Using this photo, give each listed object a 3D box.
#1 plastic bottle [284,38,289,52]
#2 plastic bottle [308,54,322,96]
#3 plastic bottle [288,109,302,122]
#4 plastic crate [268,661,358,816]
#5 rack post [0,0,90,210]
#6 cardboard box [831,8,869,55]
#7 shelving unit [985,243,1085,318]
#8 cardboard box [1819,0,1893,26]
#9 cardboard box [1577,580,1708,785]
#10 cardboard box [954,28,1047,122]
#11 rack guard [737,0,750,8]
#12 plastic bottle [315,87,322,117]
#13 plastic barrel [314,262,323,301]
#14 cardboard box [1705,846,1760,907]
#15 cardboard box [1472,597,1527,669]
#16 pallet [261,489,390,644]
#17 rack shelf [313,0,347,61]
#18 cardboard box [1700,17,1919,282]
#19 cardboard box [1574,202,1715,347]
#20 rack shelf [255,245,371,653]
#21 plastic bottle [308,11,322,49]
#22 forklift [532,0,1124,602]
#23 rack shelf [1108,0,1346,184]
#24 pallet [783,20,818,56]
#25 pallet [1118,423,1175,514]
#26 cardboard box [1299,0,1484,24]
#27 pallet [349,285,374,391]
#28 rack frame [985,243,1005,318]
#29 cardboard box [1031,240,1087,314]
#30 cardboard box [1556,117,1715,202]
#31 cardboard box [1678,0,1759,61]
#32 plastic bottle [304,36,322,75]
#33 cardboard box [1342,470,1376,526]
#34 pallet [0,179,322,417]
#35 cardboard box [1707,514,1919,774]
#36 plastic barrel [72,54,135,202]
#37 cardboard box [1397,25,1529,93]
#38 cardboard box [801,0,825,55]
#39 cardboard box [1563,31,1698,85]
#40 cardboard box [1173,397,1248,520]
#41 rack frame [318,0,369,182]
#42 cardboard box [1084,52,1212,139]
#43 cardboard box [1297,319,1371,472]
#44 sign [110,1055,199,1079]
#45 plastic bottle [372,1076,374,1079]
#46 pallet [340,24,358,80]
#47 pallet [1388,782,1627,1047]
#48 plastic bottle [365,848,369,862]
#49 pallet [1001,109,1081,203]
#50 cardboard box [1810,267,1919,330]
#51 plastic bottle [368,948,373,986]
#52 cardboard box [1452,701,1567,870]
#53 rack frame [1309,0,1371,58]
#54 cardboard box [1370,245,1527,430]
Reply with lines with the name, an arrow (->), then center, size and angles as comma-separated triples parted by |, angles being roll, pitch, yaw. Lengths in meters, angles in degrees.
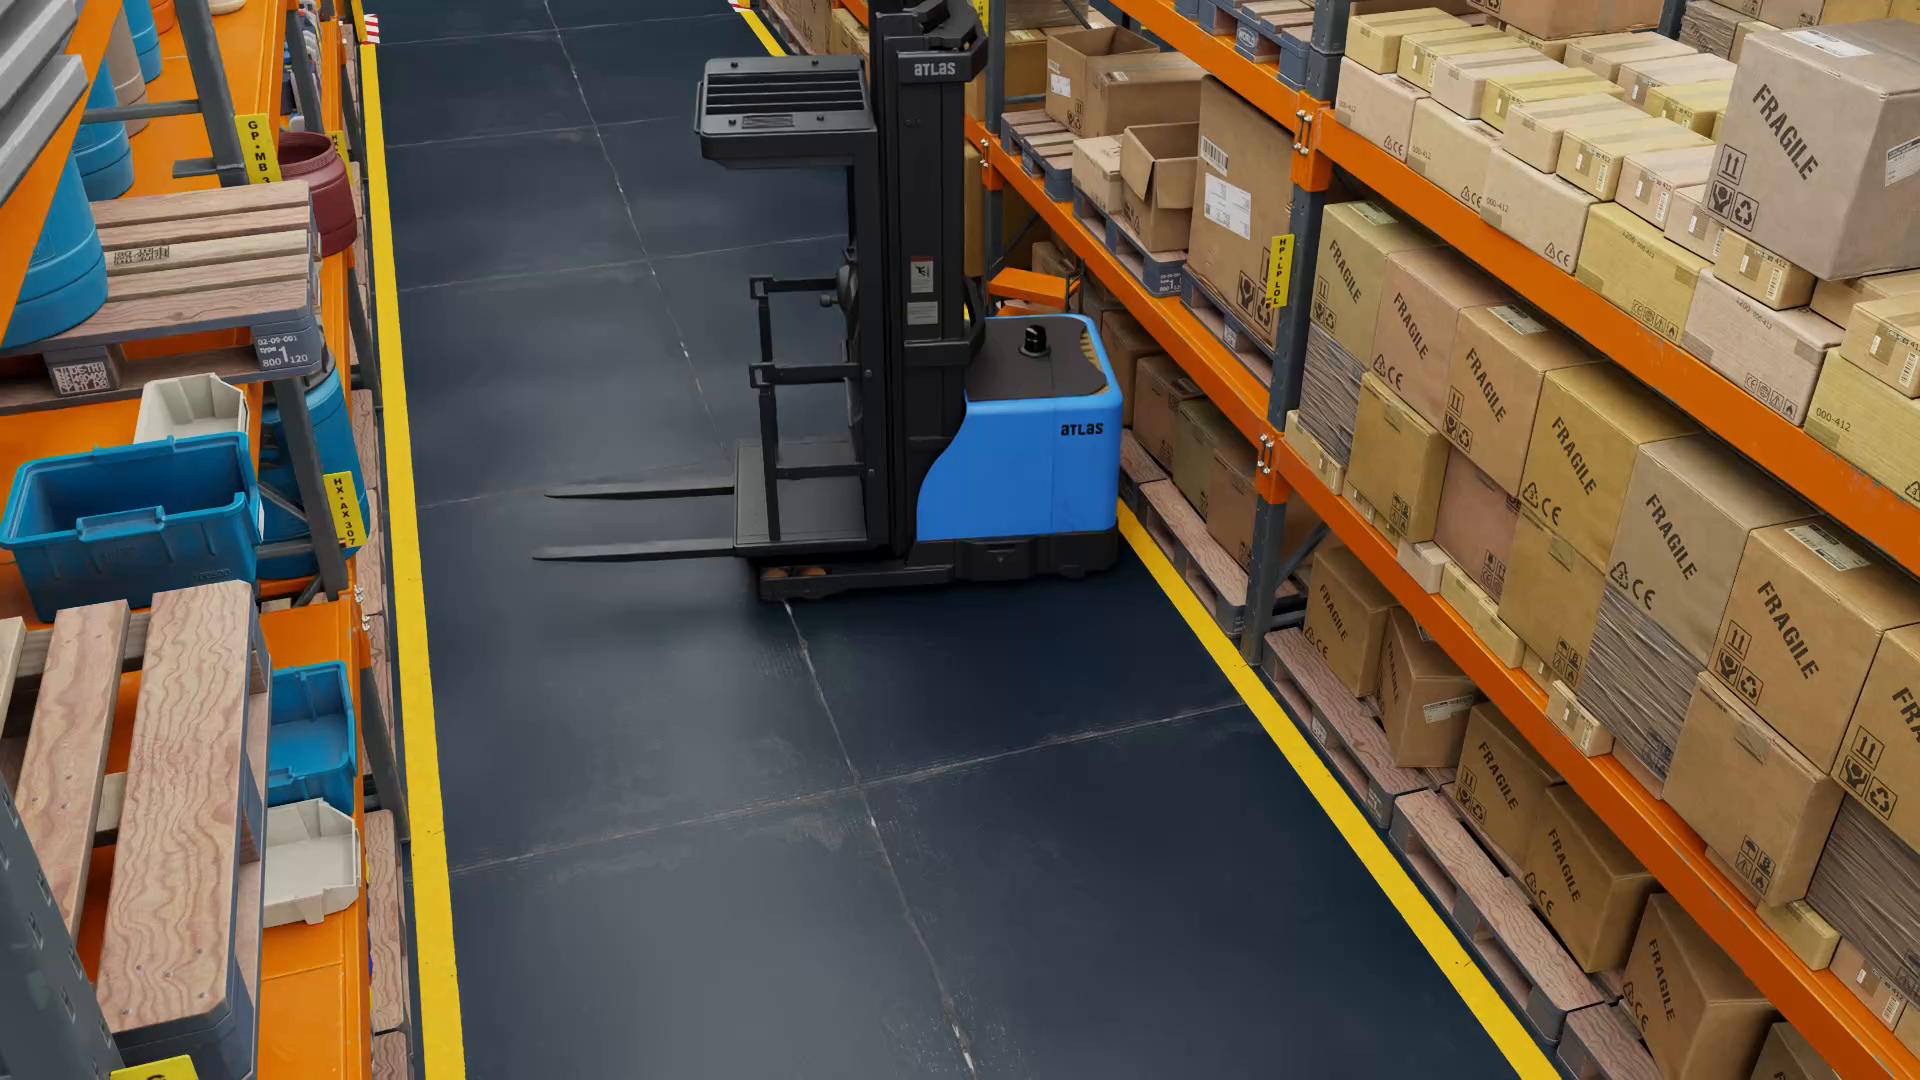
plastic bottle -> -4.662, -3.345, 11.528 | 0.097, 0.271, 0.097 | 0, 33, 0
plastic bottle -> -4.364, -3.145, 11.214 | 0.061, 0.283, 0.133 | -10, 35, -15
plastic bottle -> -4.096, -2.535, 10.302 | 0.097, 0.271, 0.097 | 0, 33, 0
plastic crate -> -2.247, 0.688, 5.442 | 0.499, 0.251, 0.616 | -10, 35, -15
rack post -> -1.732, -0.522, 2.150 | 0.937, 0.300, 0.954 | -6, 34, -10
cardboard box -> -0.352, -3.898, 13.795 | 1.225, 0.875, 0.875 | -10, 35, -15
shelving unit -> 0.419, -1.068, 9.597 | 0.503, 1.200, 0.258 | 15, 36, 21
cardboard box -> 5.850, -3.310, 10.361 | 0.700, 0.500, 0.500 | -11, 35, -15
cardboard box -> 2.574, 0.387, 5.403 | 0.875, 0.500, 0.500 | -10, 35, -15
cardboard box -> 0.267, -3.101, 10.951 | 0.500, 0.500, 0.500 | -9, 35, -13
rack guard -> -1.794, -6.012, 17.714 | 1.175, 0.500, 0.348 | -10, 35, -15
plastic bottle -> -4.196, -2.857, 10.777 | 0.061, 0.283, 0.133 | -10, 35, -15
plastic barrel -> -3.417, -1.331, 8.261 | 0.421, 0.512, 0.421 | 0, 33, 0
cardboard box -> 2.548, 0.960, 5.124 | 0.380, 0.149, 0.250 | -10, 35, -15
cardboard box -> 2.123, 0.311, 6.105 | 0.380, 0.149, 0.250 | -10, 35, -15
pallet -> -3.495, 0.207, 8.565 | 1.003, 0.211, 1.213 | -10, 35, -15
rack shelf -> -5.893, -4.859, 14.355 | 1.077, 0.370, 4.000 | -10, 35, -15
cardboard box -> 2.380, -1.039, 4.386 | 0.500, 0.500, 0.500 | -10, 35, -15
cardboard box -> 2.243, -0.837, 5.030 | 0.500, 0.250, 0.500 | -11, 35, -16
rack shelf -> -3.453, -0.659, 7.999 | 1.077, 0.370, 4.000 | -10, 35, -15
plastic bottle -> -4.744, -3.713, 12.081 | 0.152, 0.276, 0.135 | -10, 35, -15
forklift -> -0.724, -1.212, 8.245 | 3.031, 2.935, 1.130 | -3, 34, -5
rack shelf -> 1.264, -2.743, 8.432 | 1.077, 0.370, 4.000 | -10, 35, -15
pallet -> -1.099, -4.833, 16.192 | 1.003, 0.211, 1.213 | -10, 35, -15
pallet -> 1.259, -0.629, 9.830 | 1.003, 0.211, 1.213 | -10, 35, -15
cardboard box -> 1.825, -2.475, 6.899 | 0.797, 0.503, 0.637 | -12, 35, -17
pallet -> -4.343, -1.253, 10.774 | 1.003, 0.211, 1.213 | -10, 35, -15
rack frame -> 0.199, -1.126, 9.685 | 0.015, 1.200, 0.240 | 15, 36, 21
cardboard box -> 0.877, -1.634, 10.690 | 0.700, 0.500, 0.500 | -12, 35, -17
cardboard box -> 2.113, -1.196, 5.213 | 0.380, 0.149, 0.250 | -11, 35, -16
cardboard box -> 5.288, -3.384, 11.379 | 0.500, 0.500, 0.500 | -10, 35, -14
plastic bottle -> -4.549, -3.378, 11.573 | 0.152, 0.276, 0.135 | -10, 35, -15
cardboard box -> 1.820, -0.214, 6.900 | 0.380, 0.149, 0.250 | -10, 35, -15
pallet -> -2.530, -0.719, 4.888 | 1.213, 0.211, 1.003 | -10, 35, -15
cardboard box -> 2.533, 0.266, 4.678 | 0.500, 0.500, 0.500 | -10, 35, -15
plastic barrel -> -3.205, -1.600, 5.595 | 0.600, 0.901, 0.708 | -10, 35, -15
cardboard box -> 1.826, -1.747, 6.045 | 0.380, 0.149, 0.250 | -12, 35, -17
cardboard box -> -0.966, -5.064, 15.558 | 0.875, 0.875, 0.875 | -10, 35, -15
cardboard box -> 2.402, -1.702, 5.979 | 0.380, 0.149, 0.250 | -12, 35, -17
cardboard box -> 1.580, -0.462, 8.917 | 0.700, 0.500, 0.500 | -10, 35, -15
rack frame -> -5.283, -4.109, 12.568 | 1.000, 3.000, 0.127 | -10, 35, -15
cardboard box -> 1.122, -2.506, 9.670 | 0.700, 0.500, 0.500 | -5, 34, -8
cardboard box -> 1.952, -0.661, 6.989 | 0.875, 0.500, 0.500 | -10, 35, -15
sign -> -1.097, 0.846, 2.340 | 0.100, 0.325, 0.005 | -10, 35, -15
plastic bottle -> -2.076, 1.802, 5.697 | 0.097, 0.271, 0.097 | 0, 33, 0
pallet -> -6.289, -4.607, 15.849 | 1.003, 0.211, 1.213 | -10, 35, -15
pallet -> 2.488, 1.410, 6.745 | 1.003, 0.211, 1.213 | -10, 35, -15
plastic bottle -> -2.435, 1.213, 6.652 | 0.097, 0.201, 0.097 | 0, 33, 0
pallet -> 0.973, -2.406, 10.164 | 1.213, 0.211, 1.003 | -10, 35, -15
cardboard box -> 2.501, -0.651, 4.387 | 0.380, 0.149, 0.250 | -10, 35, -14
plastic bottle -> -2.224, 1.509, 6.129 | 0.061, 0.283, 0.133 | -8, 34, -12
cardboard box -> 2.404, 0.955, 6.791 | 0.500, 0.500, 0.500 | -13, 36, -19
rack frame -> 1.874, -3.245, 5.818 | 1.000, 3.000, 0.127 | -10, 35, -15
cardboard box -> 1.923, -0.784, 6.267 | 0.500, 0.500, 0.500 | -10, 35, -15
